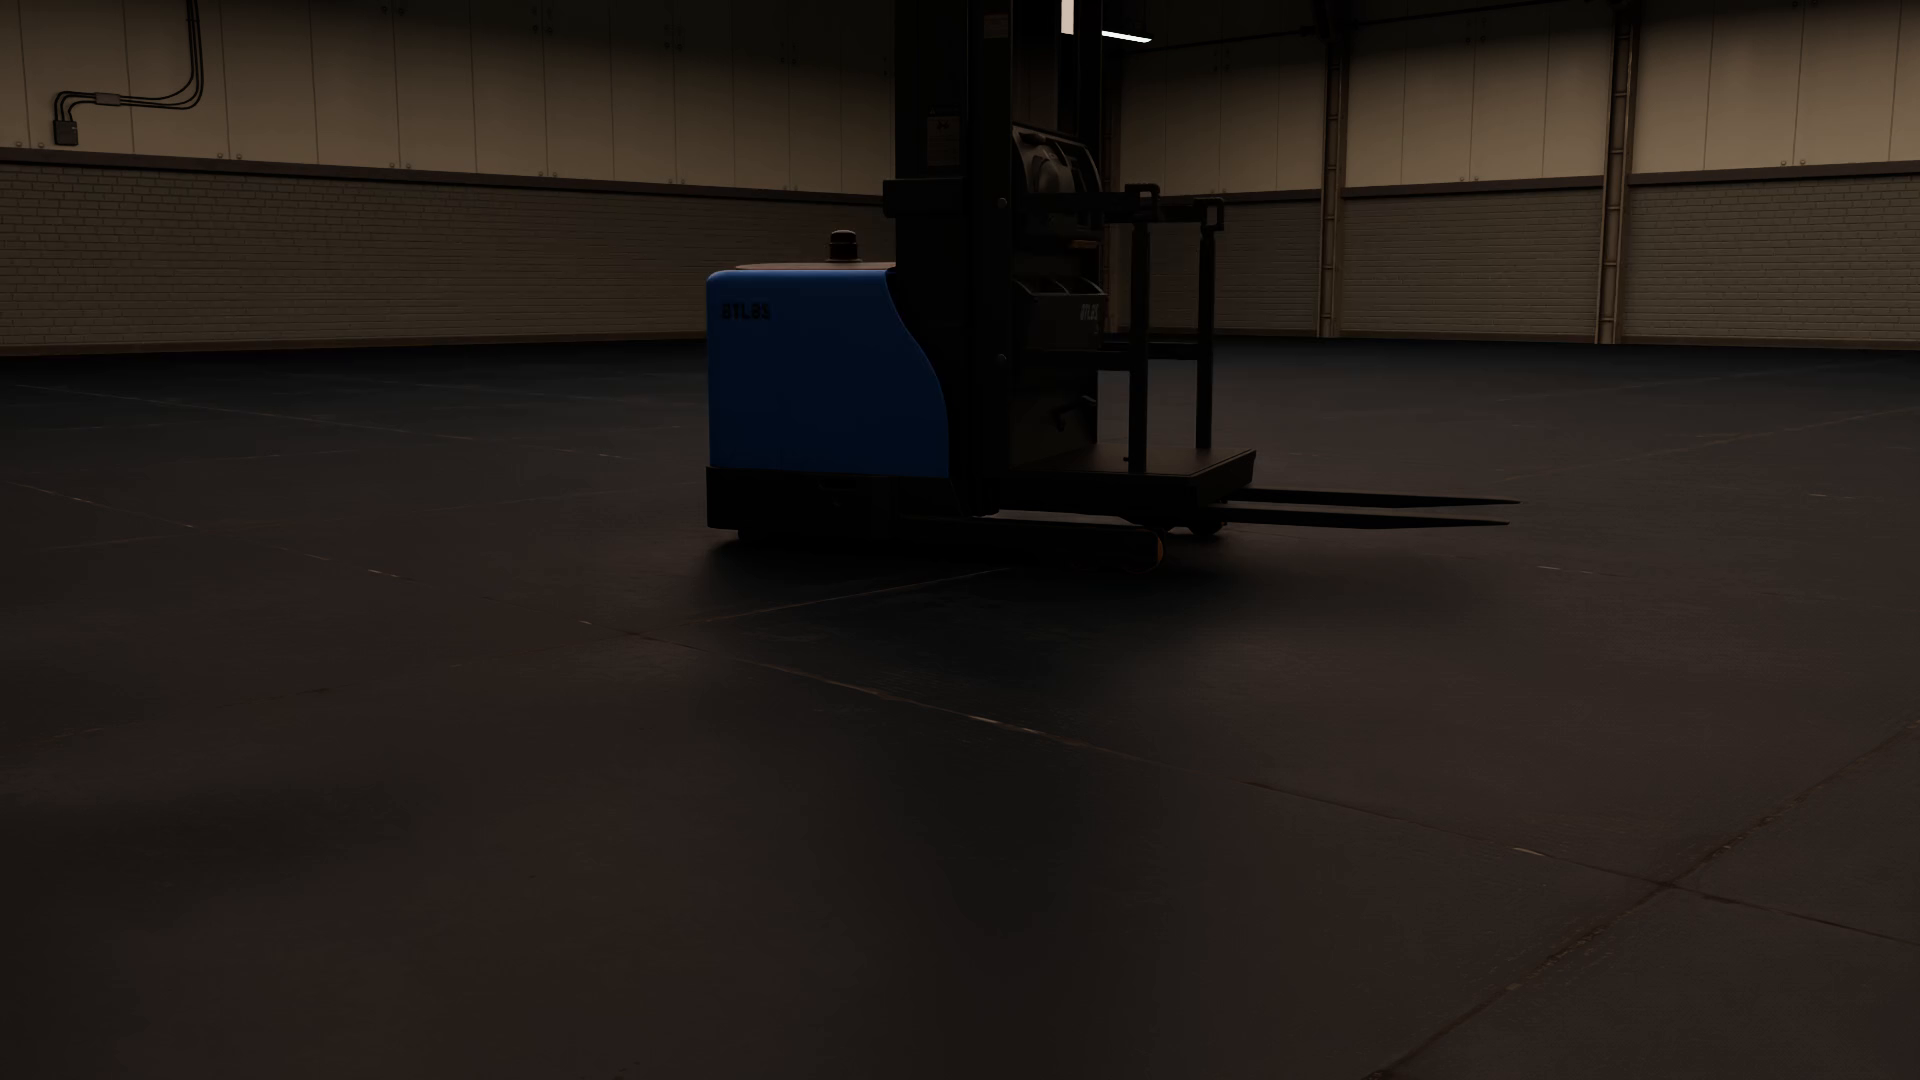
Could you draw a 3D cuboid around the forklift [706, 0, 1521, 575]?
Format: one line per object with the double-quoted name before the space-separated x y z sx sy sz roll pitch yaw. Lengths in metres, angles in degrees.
"forklift" 0.565 -1.416 6.275 3.031 2.935 1.130 3 9 22
